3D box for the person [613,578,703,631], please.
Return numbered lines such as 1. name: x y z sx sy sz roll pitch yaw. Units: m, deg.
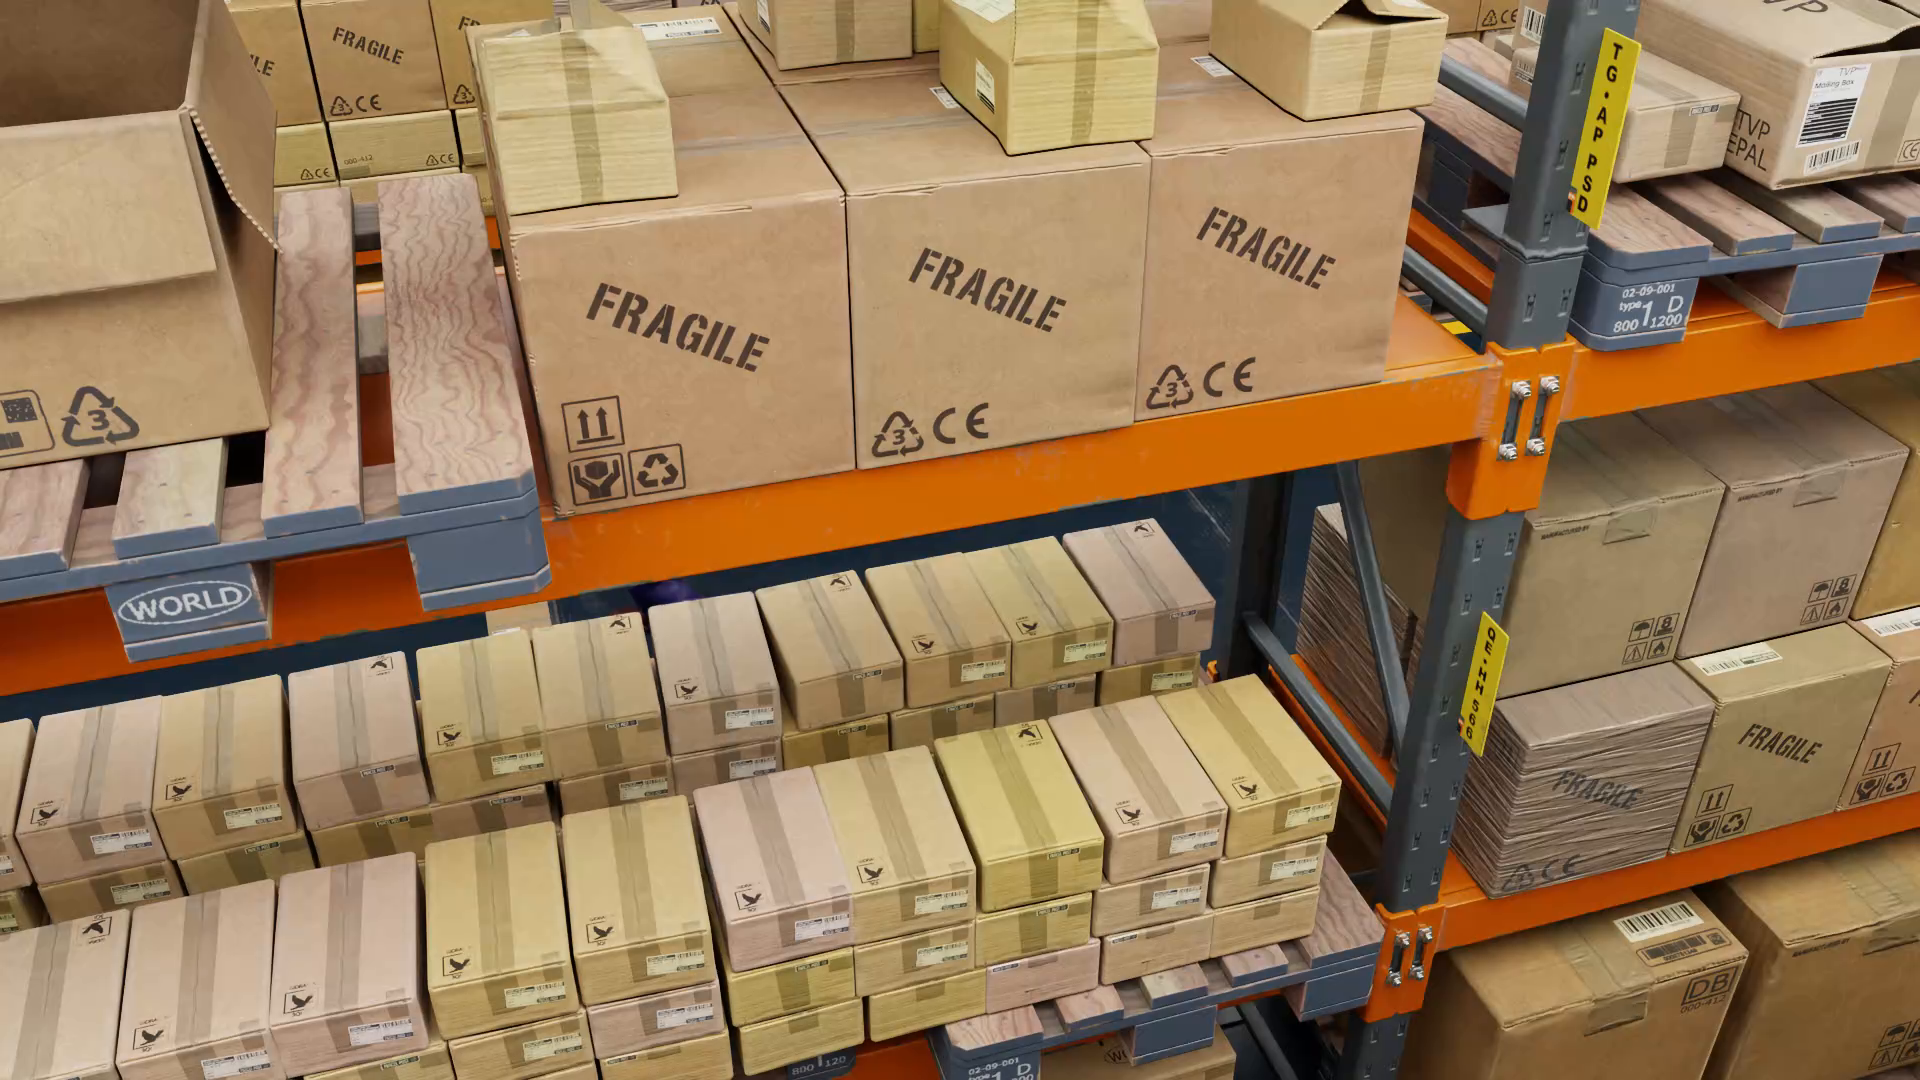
1. person: -1.132 -0.198 6.452 0.767 1.603 0.509 7 35 11
